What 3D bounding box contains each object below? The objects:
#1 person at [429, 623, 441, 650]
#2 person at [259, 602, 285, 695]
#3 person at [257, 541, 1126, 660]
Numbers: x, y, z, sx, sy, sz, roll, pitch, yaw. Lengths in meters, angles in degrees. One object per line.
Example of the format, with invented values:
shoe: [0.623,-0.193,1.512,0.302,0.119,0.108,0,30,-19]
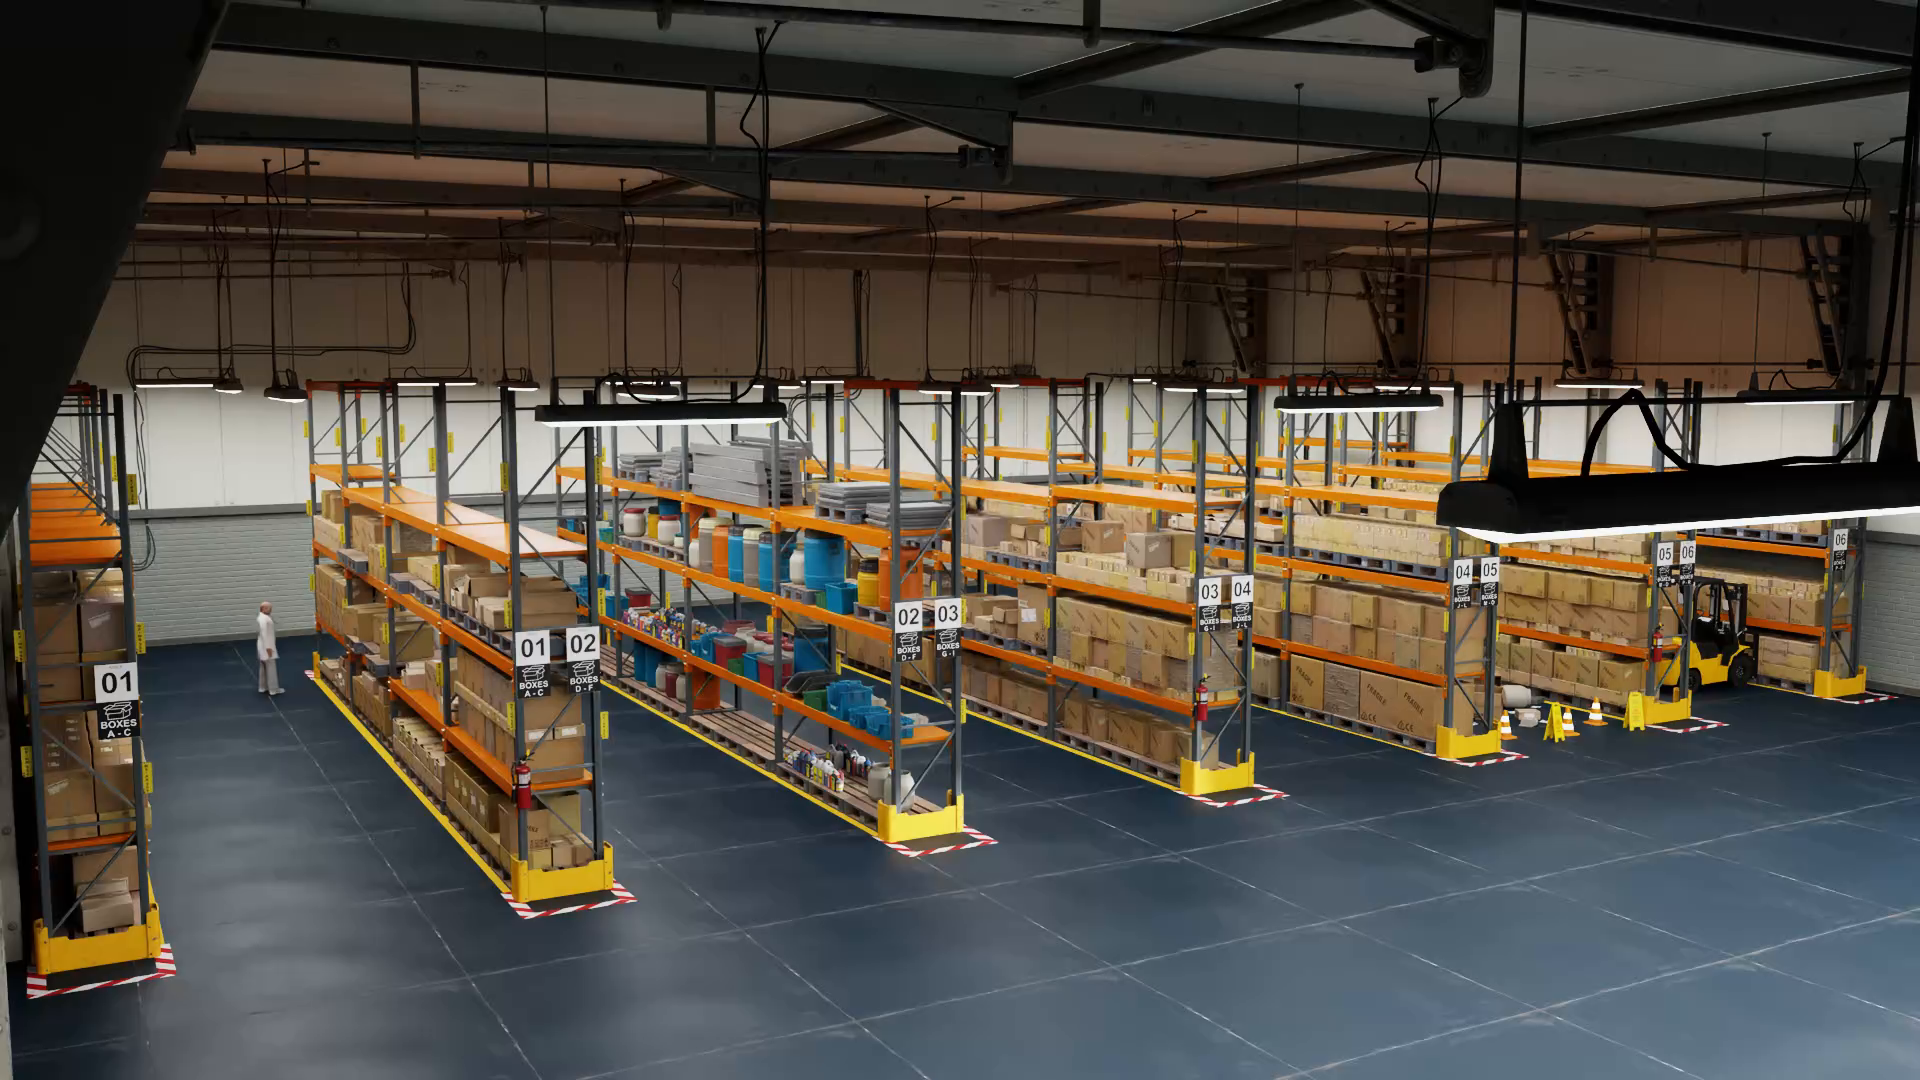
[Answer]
person: [-10.868,1.862,34.209,0.444,1.650,0.612,-4,7,-32]
person: [-13.204,2.126,31.851,0.438,1.632,0.642,-4,7,-33]
person: [-4.343,1.294,38.991,23.037,1.737,4.111,-4,7,-30]
